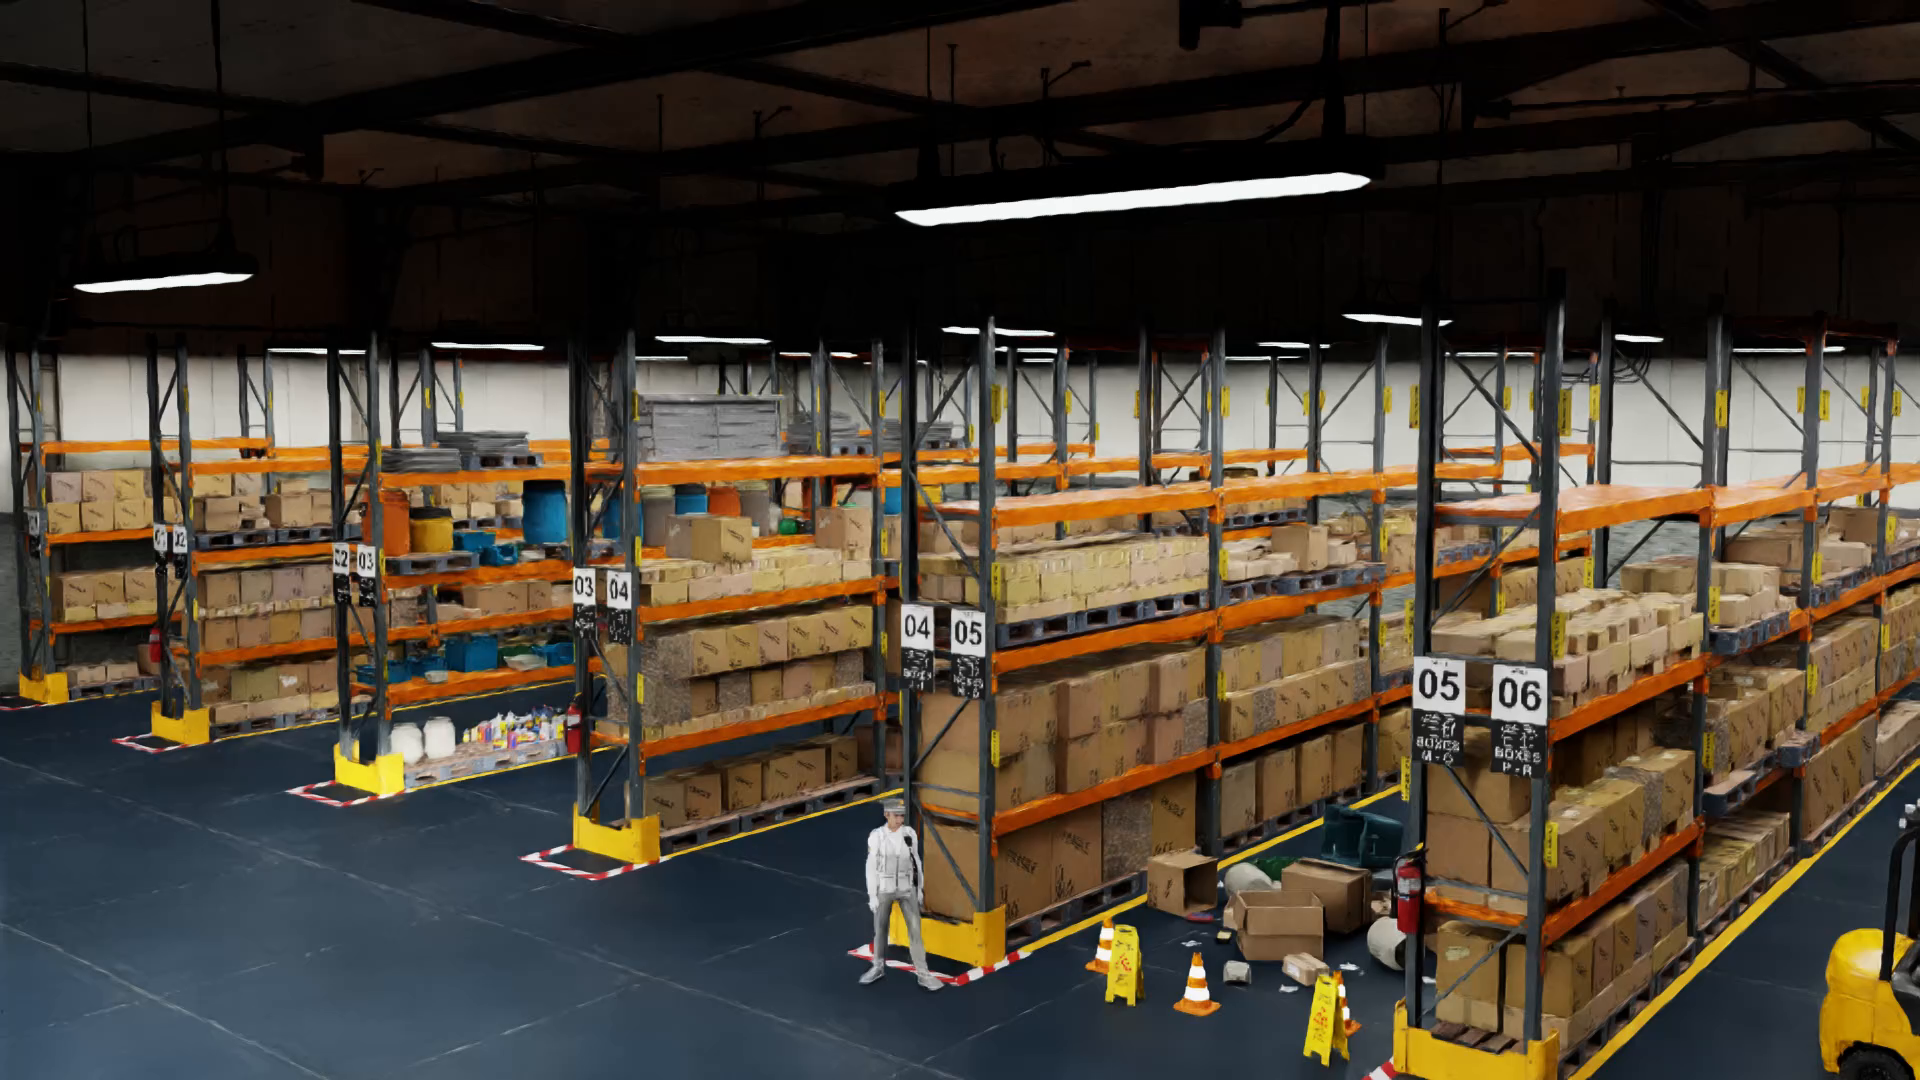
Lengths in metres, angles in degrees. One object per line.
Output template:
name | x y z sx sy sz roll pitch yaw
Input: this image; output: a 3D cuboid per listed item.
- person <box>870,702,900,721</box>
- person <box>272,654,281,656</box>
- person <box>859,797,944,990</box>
person | -1.008 2.091 24.594 1.031 1.715 0.539 -5 7 -42
person | -11.707 1.732 28.540 0.724 1.713 0.900 2 6 22
person | -0.522 3.029 14.379 0.685 1.672 0.552 -1 5 -13
